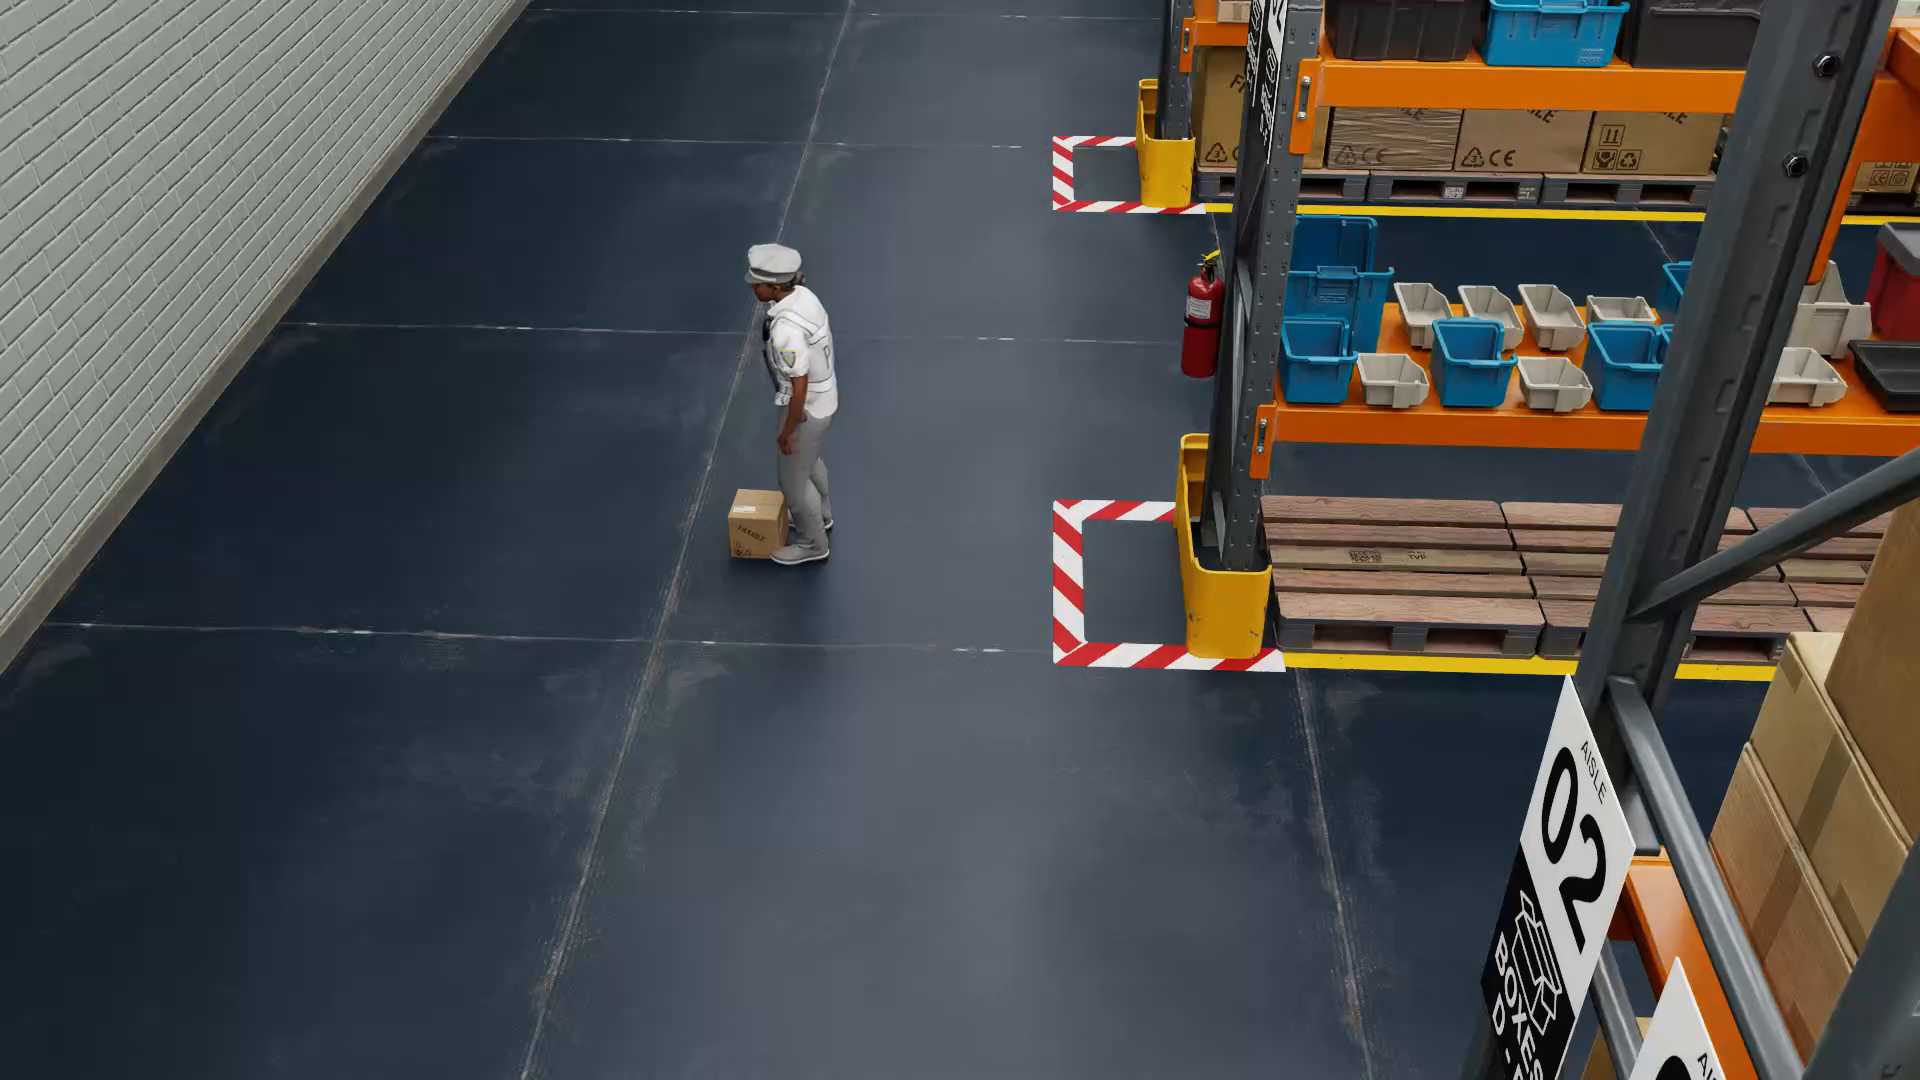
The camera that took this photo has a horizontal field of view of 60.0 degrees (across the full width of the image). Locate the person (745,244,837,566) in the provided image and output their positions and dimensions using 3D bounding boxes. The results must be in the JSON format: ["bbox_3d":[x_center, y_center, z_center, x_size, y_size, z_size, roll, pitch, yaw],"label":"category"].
[{"bbox_3d":[-0.784,-0.649,8.009,0.393,1.662,0.527,0,36,0],"label":"person"}]
